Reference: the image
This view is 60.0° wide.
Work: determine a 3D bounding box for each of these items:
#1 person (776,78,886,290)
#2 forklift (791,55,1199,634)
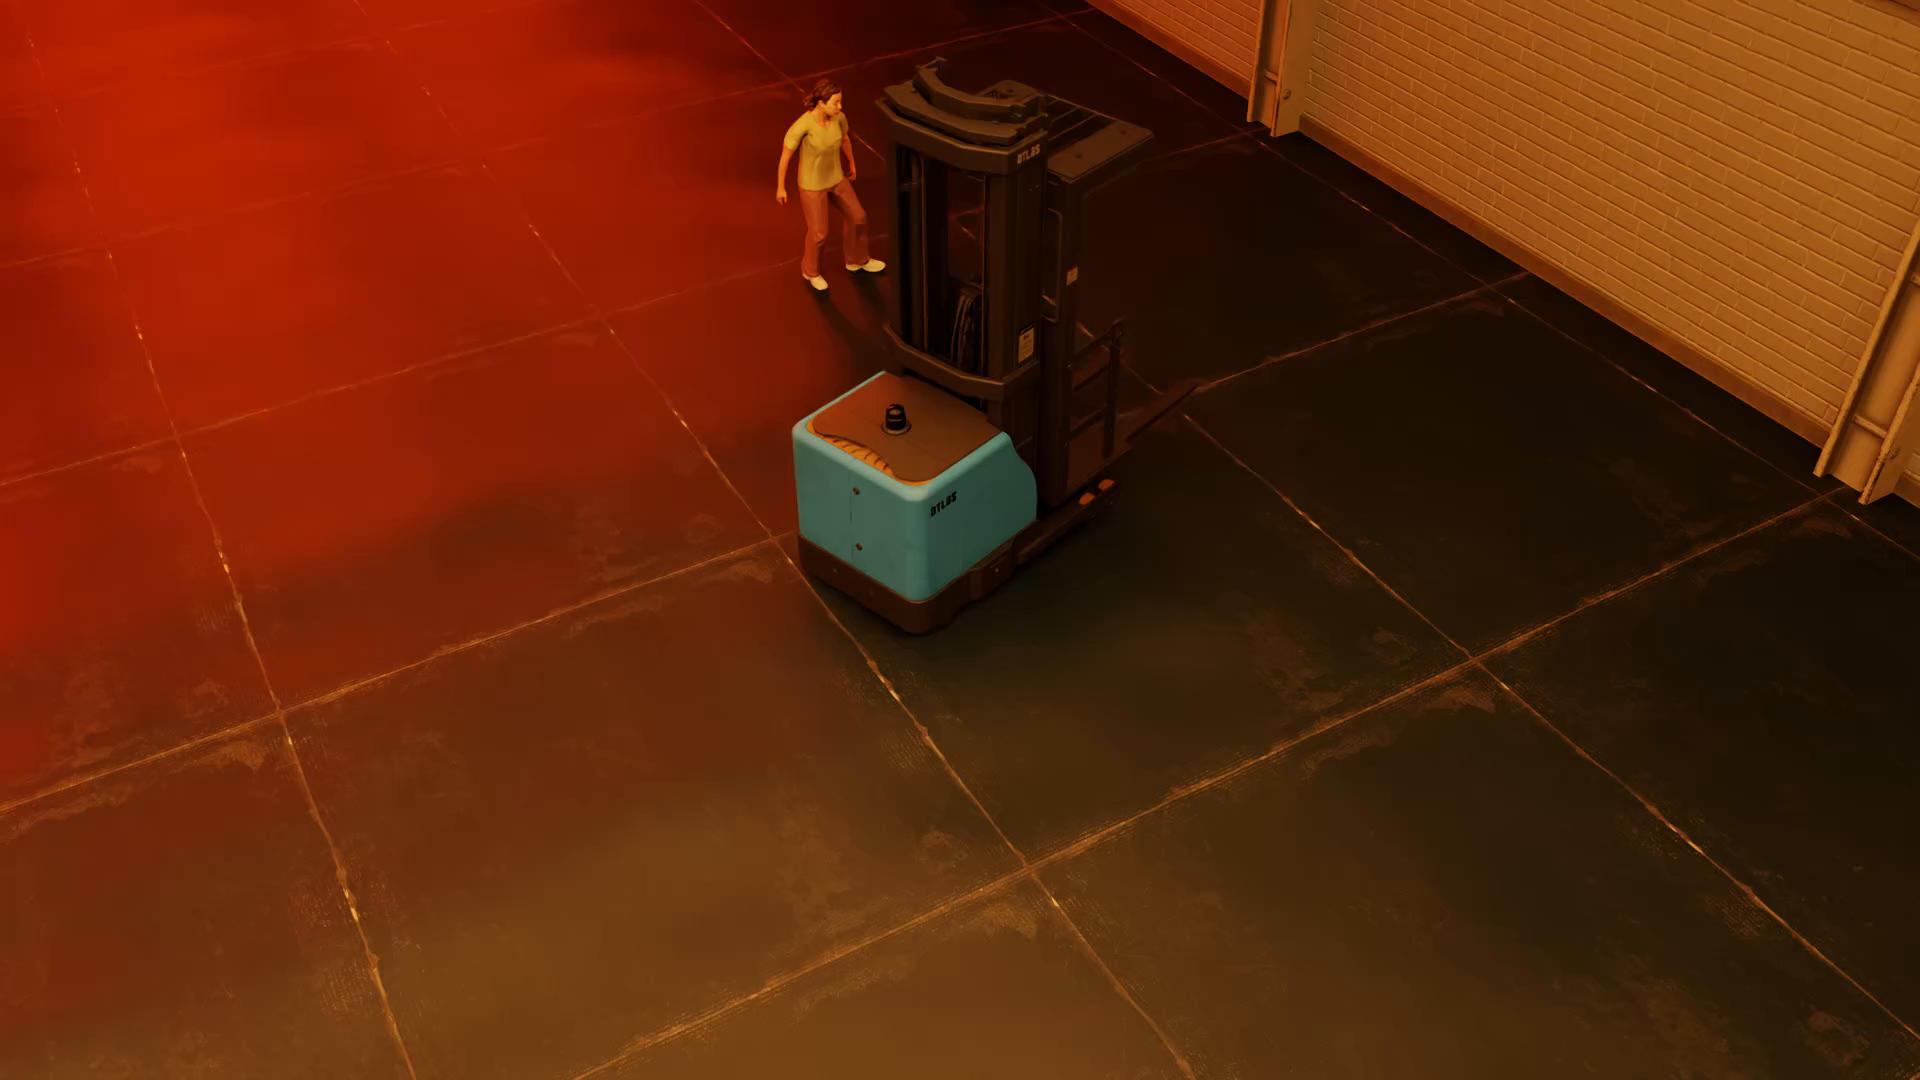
[{"bbox_3d":[-0.981,-2.638,12.234,0.791,1.645,0.376,-29,48,-30],"label":"person"},{"bbox_3d":[0.375,-1.451,9.785,1.130,2.935,3.031,29,48,31],"label":"forklift"}]
